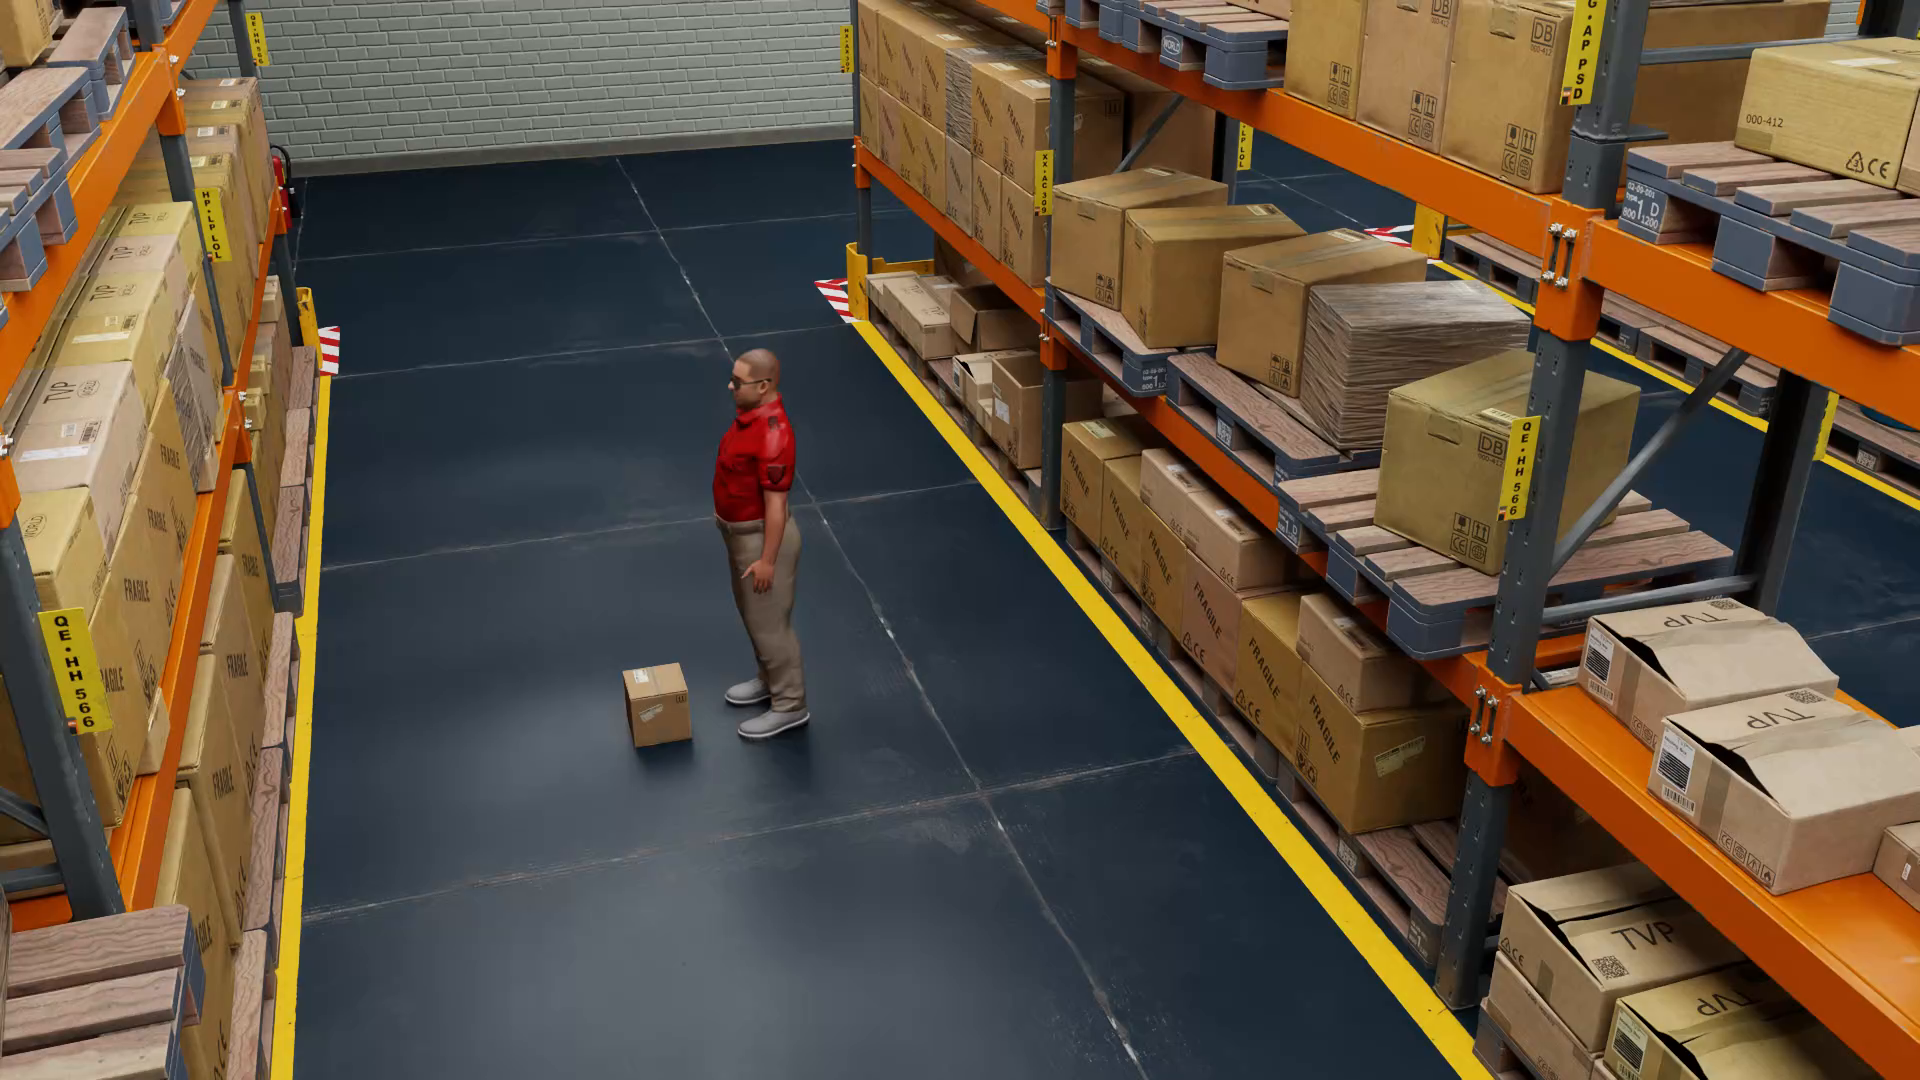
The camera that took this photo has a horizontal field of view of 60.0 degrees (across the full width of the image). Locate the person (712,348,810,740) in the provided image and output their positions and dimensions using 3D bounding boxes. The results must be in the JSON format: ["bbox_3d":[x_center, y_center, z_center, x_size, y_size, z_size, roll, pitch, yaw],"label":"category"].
[{"bbox_3d":[-0.869,0.009,7.125,0.361,1.730,0.528,-8,27,-15],"label":"person"}]
